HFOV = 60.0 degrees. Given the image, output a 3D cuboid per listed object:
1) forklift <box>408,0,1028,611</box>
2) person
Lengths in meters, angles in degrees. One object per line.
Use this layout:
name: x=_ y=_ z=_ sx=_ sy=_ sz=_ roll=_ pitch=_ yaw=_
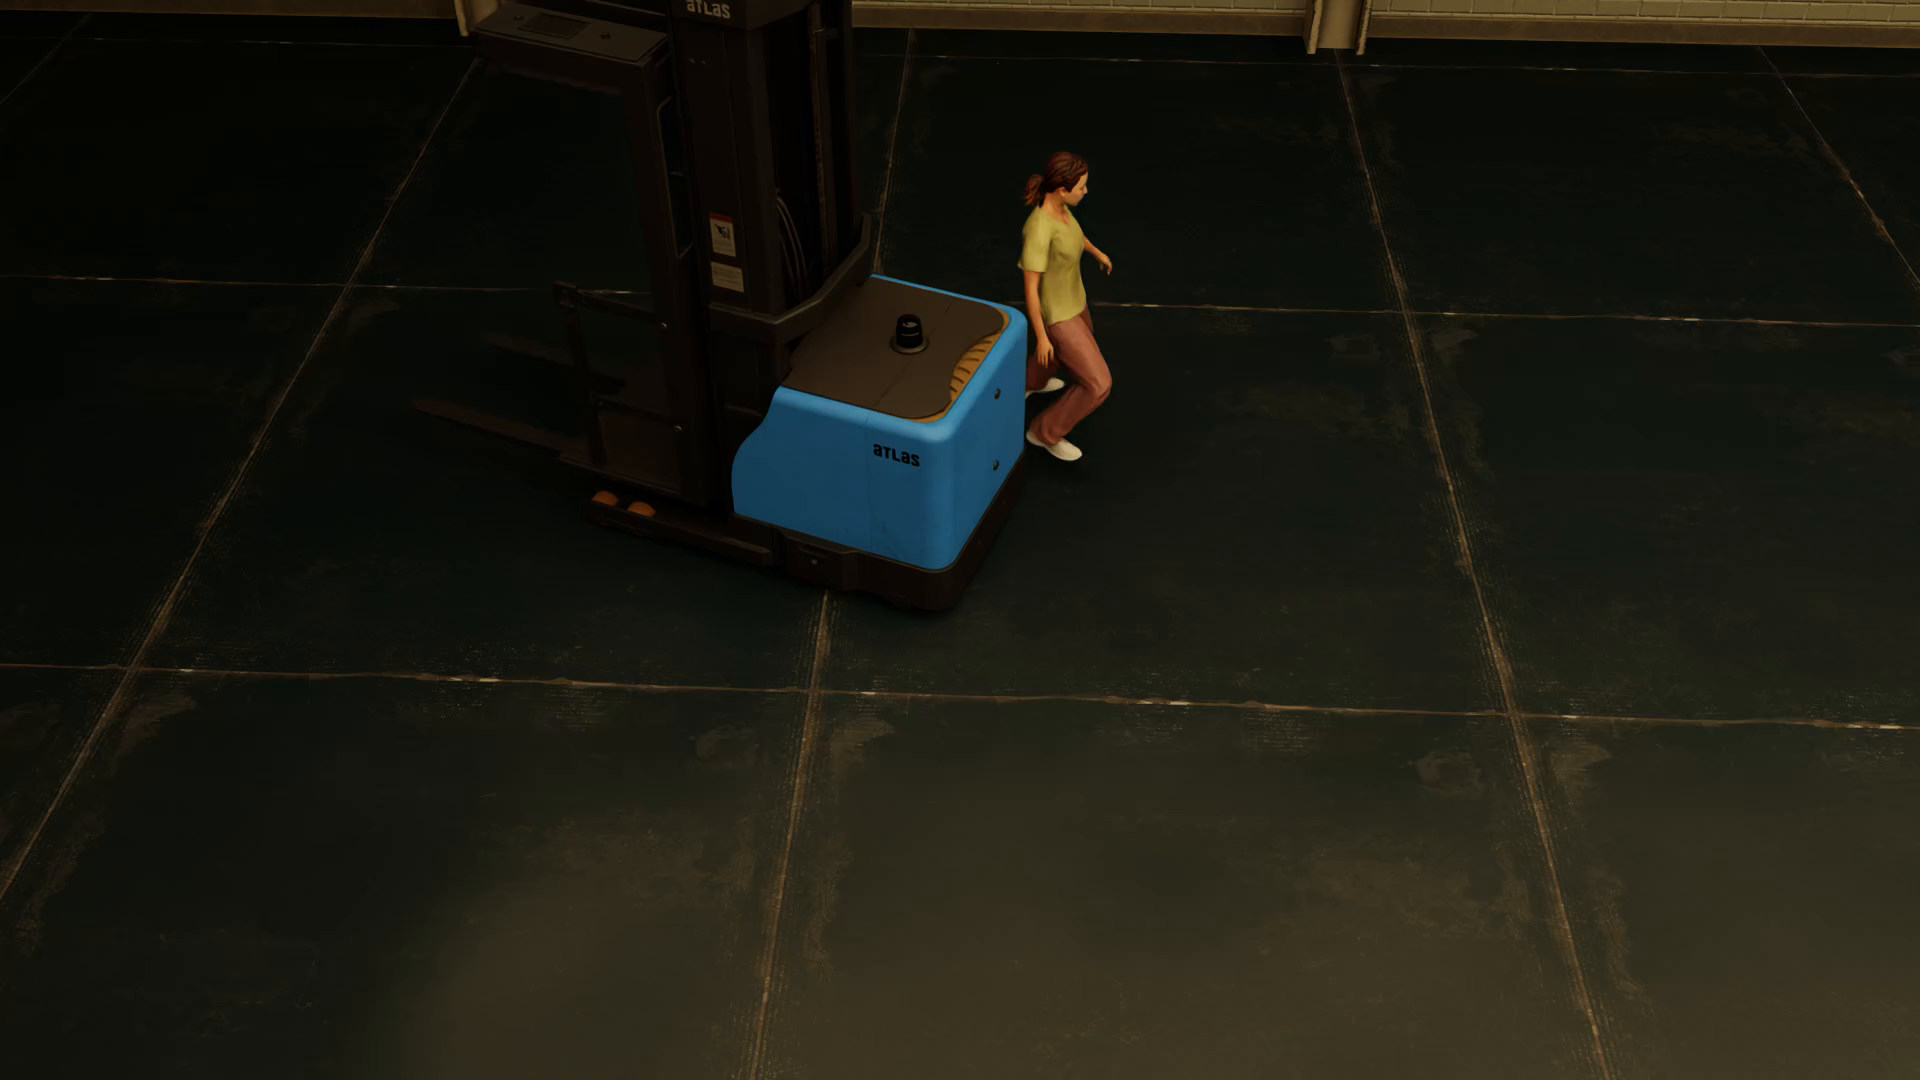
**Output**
forklift: x=-1.248 y=-1.411 z=7.288 sx=3.031 sy=2.935 sz=1.130 roll=16 pitch=45 yaw=17
person: x=0.503 y=-1.151 z=8.047 sx=0.607 sy=1.568 sz=0.861 roll=11 pitch=43 yaw=11
